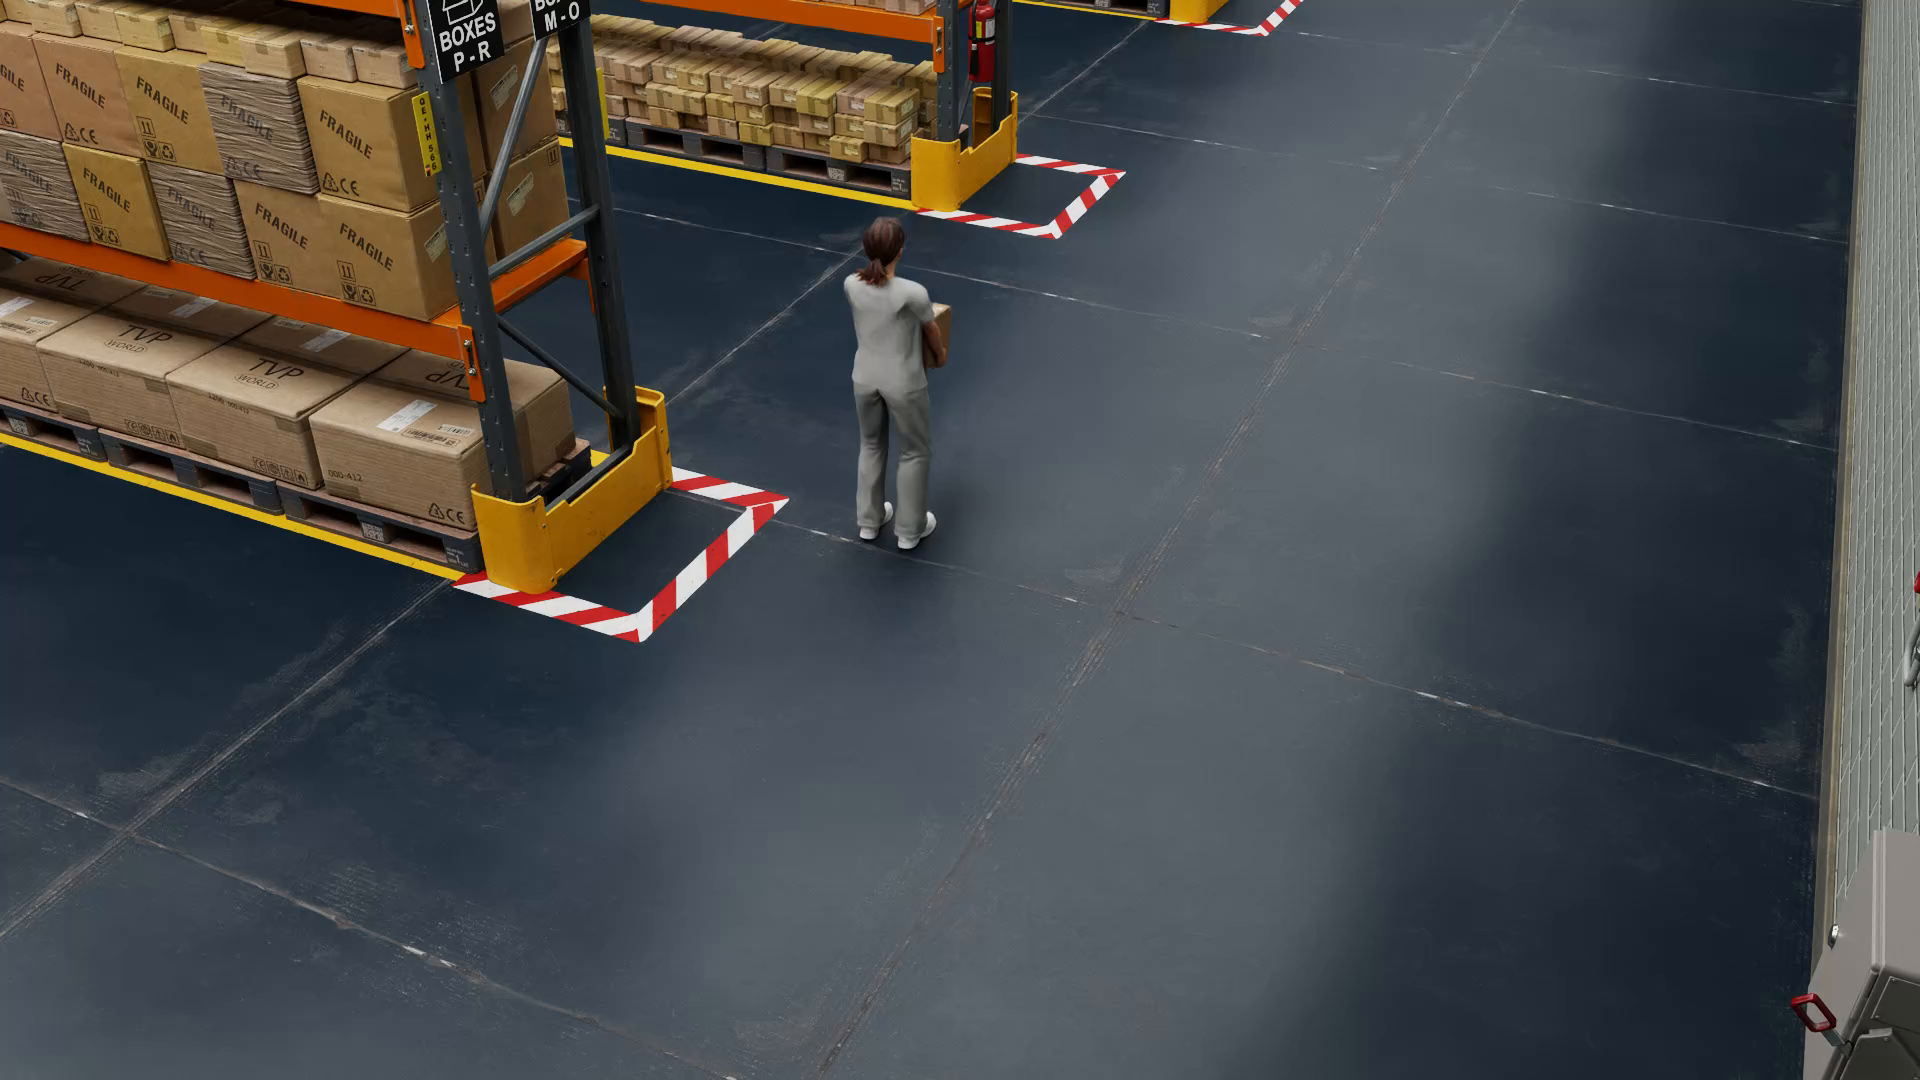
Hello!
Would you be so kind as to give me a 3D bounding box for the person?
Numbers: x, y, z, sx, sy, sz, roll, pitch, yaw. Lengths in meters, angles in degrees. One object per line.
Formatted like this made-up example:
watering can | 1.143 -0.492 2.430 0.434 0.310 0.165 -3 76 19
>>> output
person | -0.296 -0.768 7.847 0.410 1.668 0.513 14 36 20
